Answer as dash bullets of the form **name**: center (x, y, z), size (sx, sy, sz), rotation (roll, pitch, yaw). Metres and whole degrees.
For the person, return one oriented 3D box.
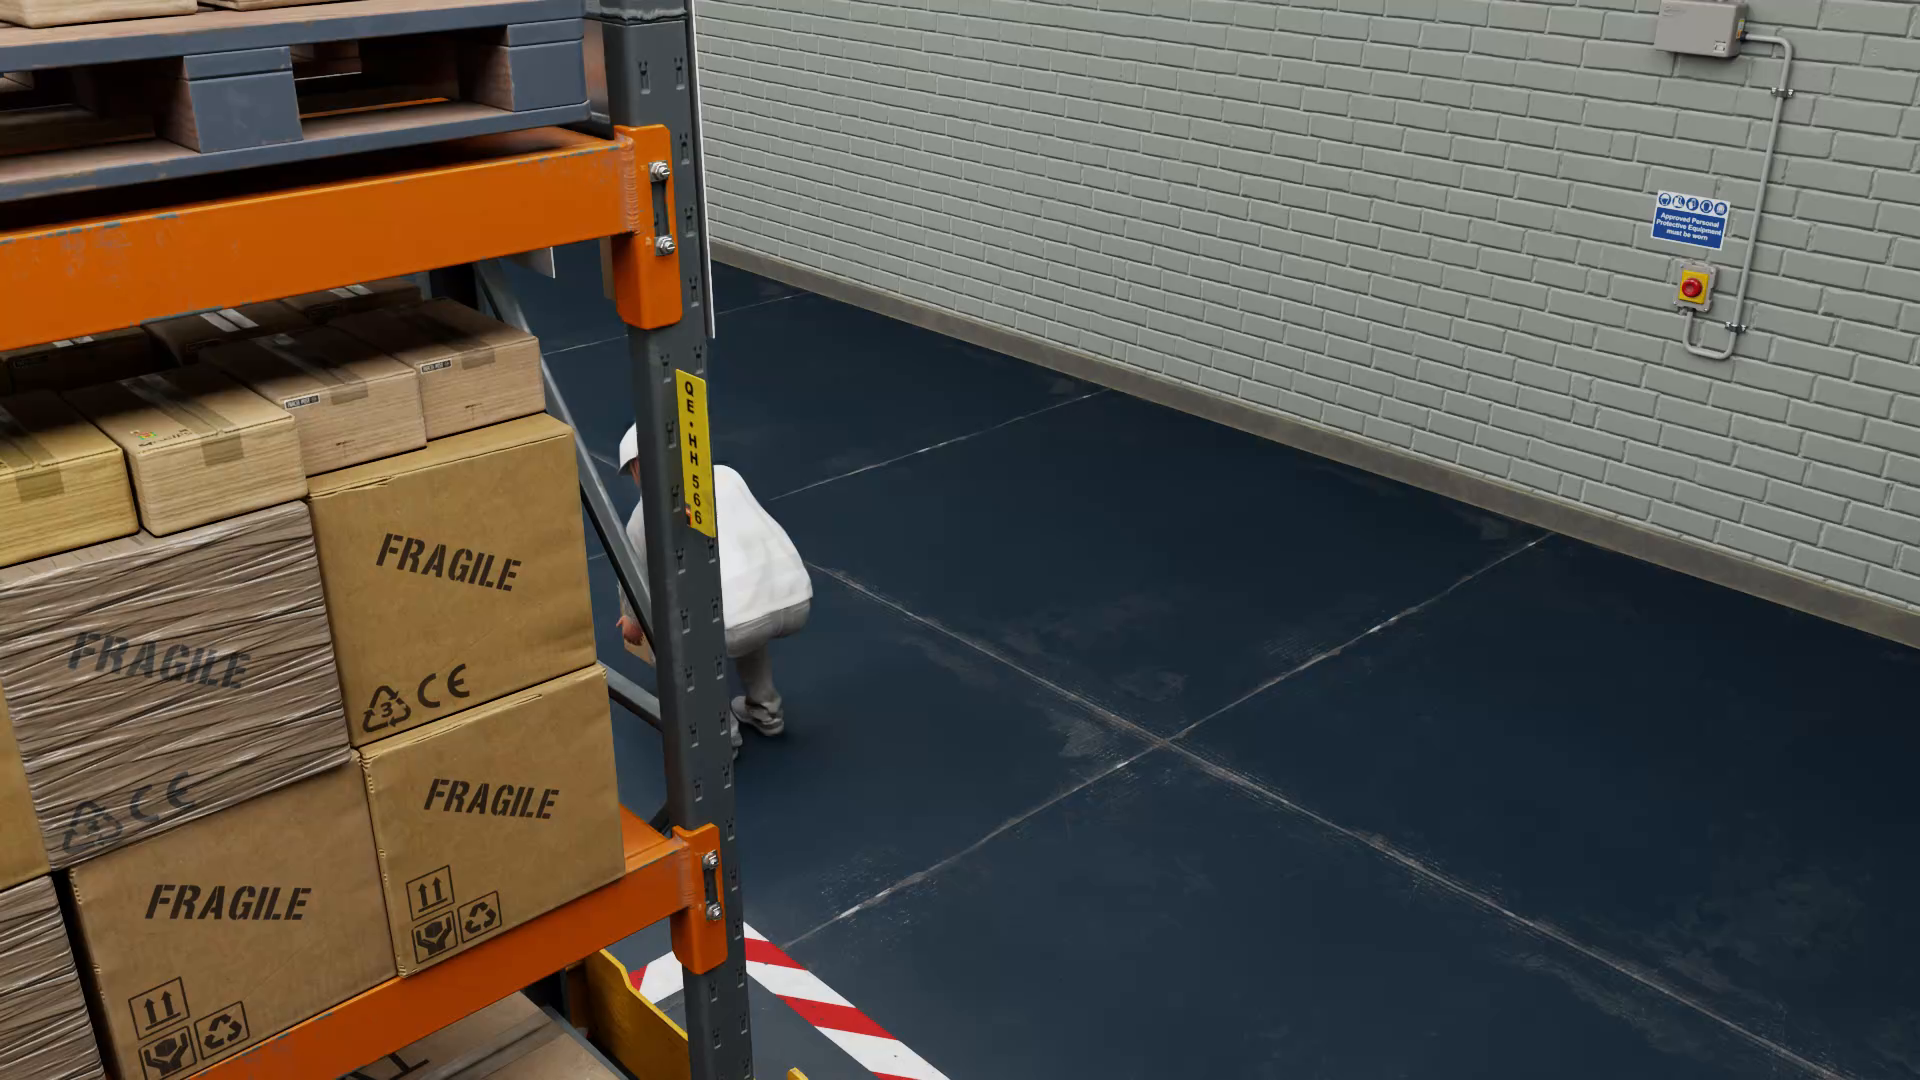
- **person**: center (-0.960, 0.200, 6.302), size (0.575, 1.222, 0.844), rotation (-21, 32, -39)
